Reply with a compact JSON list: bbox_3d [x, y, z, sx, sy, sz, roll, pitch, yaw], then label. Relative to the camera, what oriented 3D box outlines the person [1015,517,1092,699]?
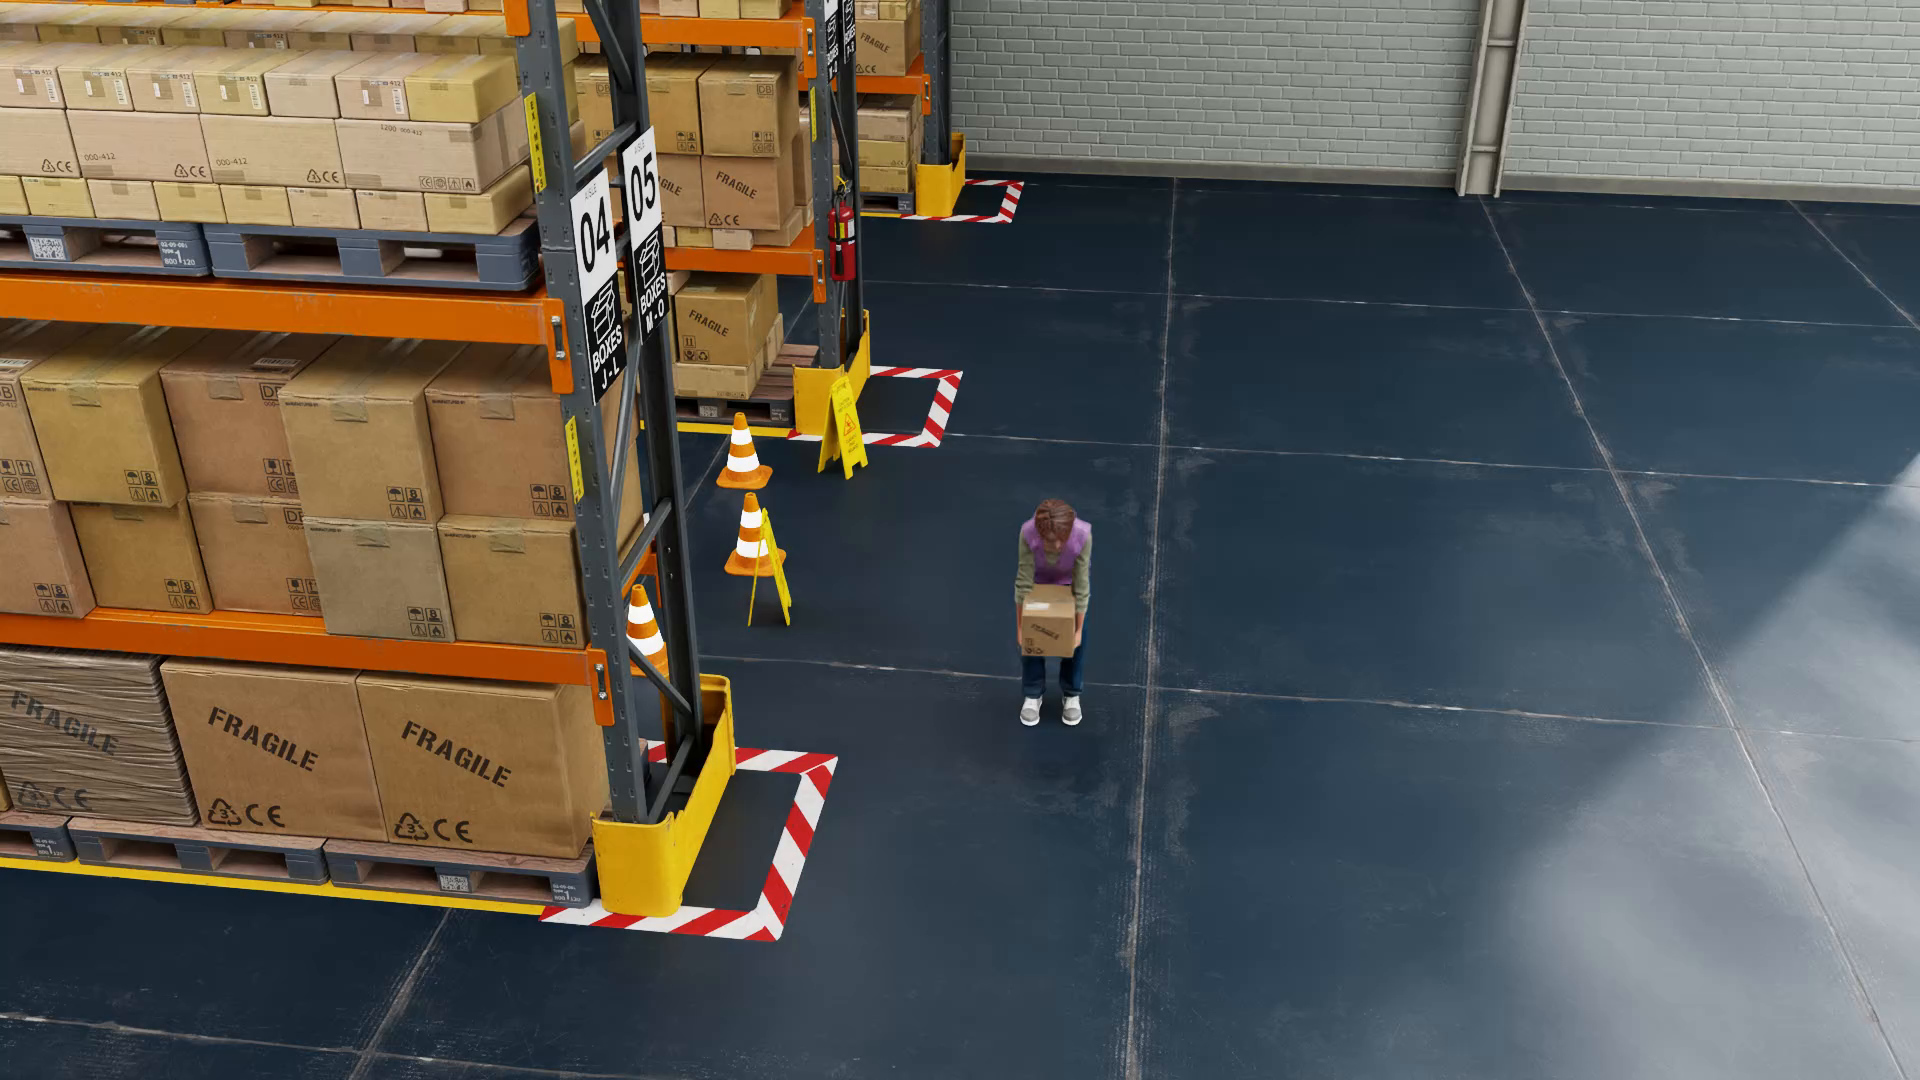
[{"bbox_3d":[0.466,0.322,8.305,0.371,1.211,0.510,3,29,5],"label":"person"}]
